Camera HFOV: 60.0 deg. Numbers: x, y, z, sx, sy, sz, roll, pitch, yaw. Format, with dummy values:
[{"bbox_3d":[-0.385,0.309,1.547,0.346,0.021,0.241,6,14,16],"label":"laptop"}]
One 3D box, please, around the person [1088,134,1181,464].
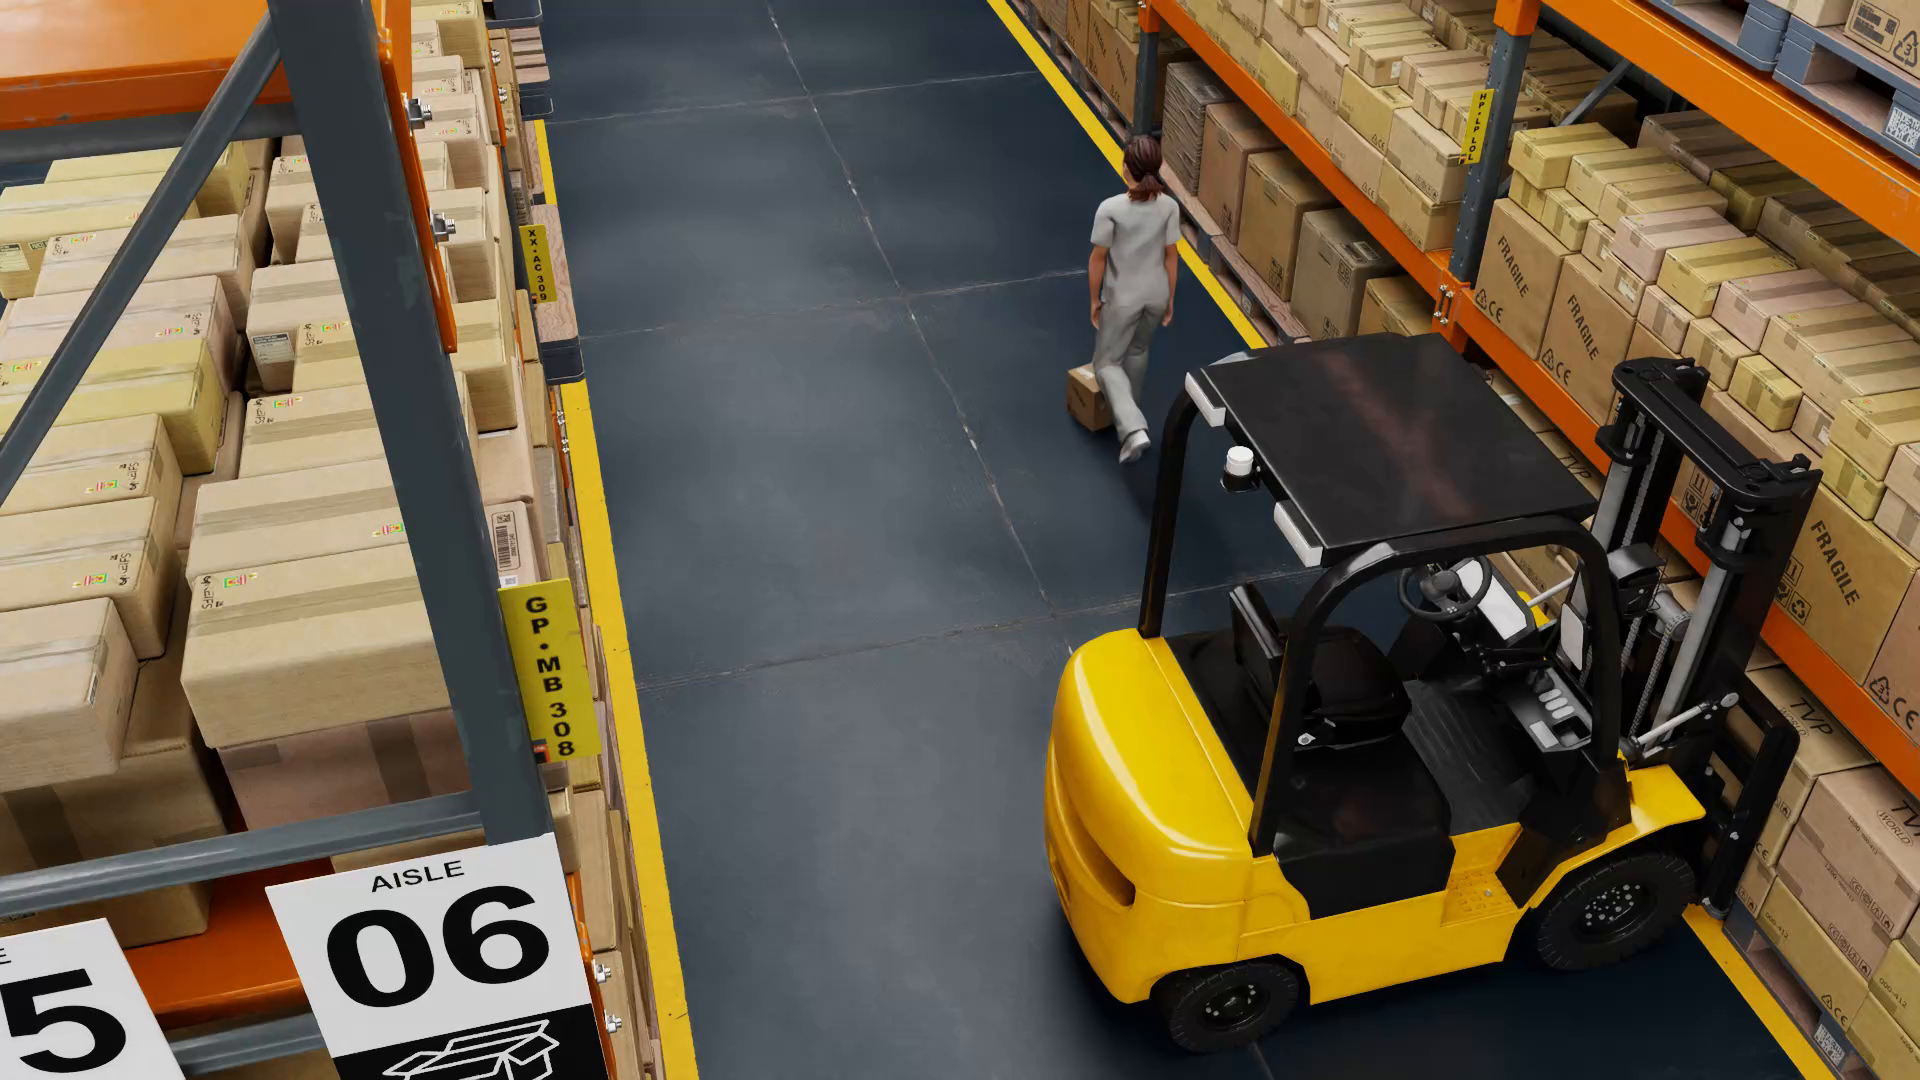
[{"bbox_3d":[0.863,-1.146,8.166,0.449,1.642,0.864,-8,39,-10],"label":"person"}]
